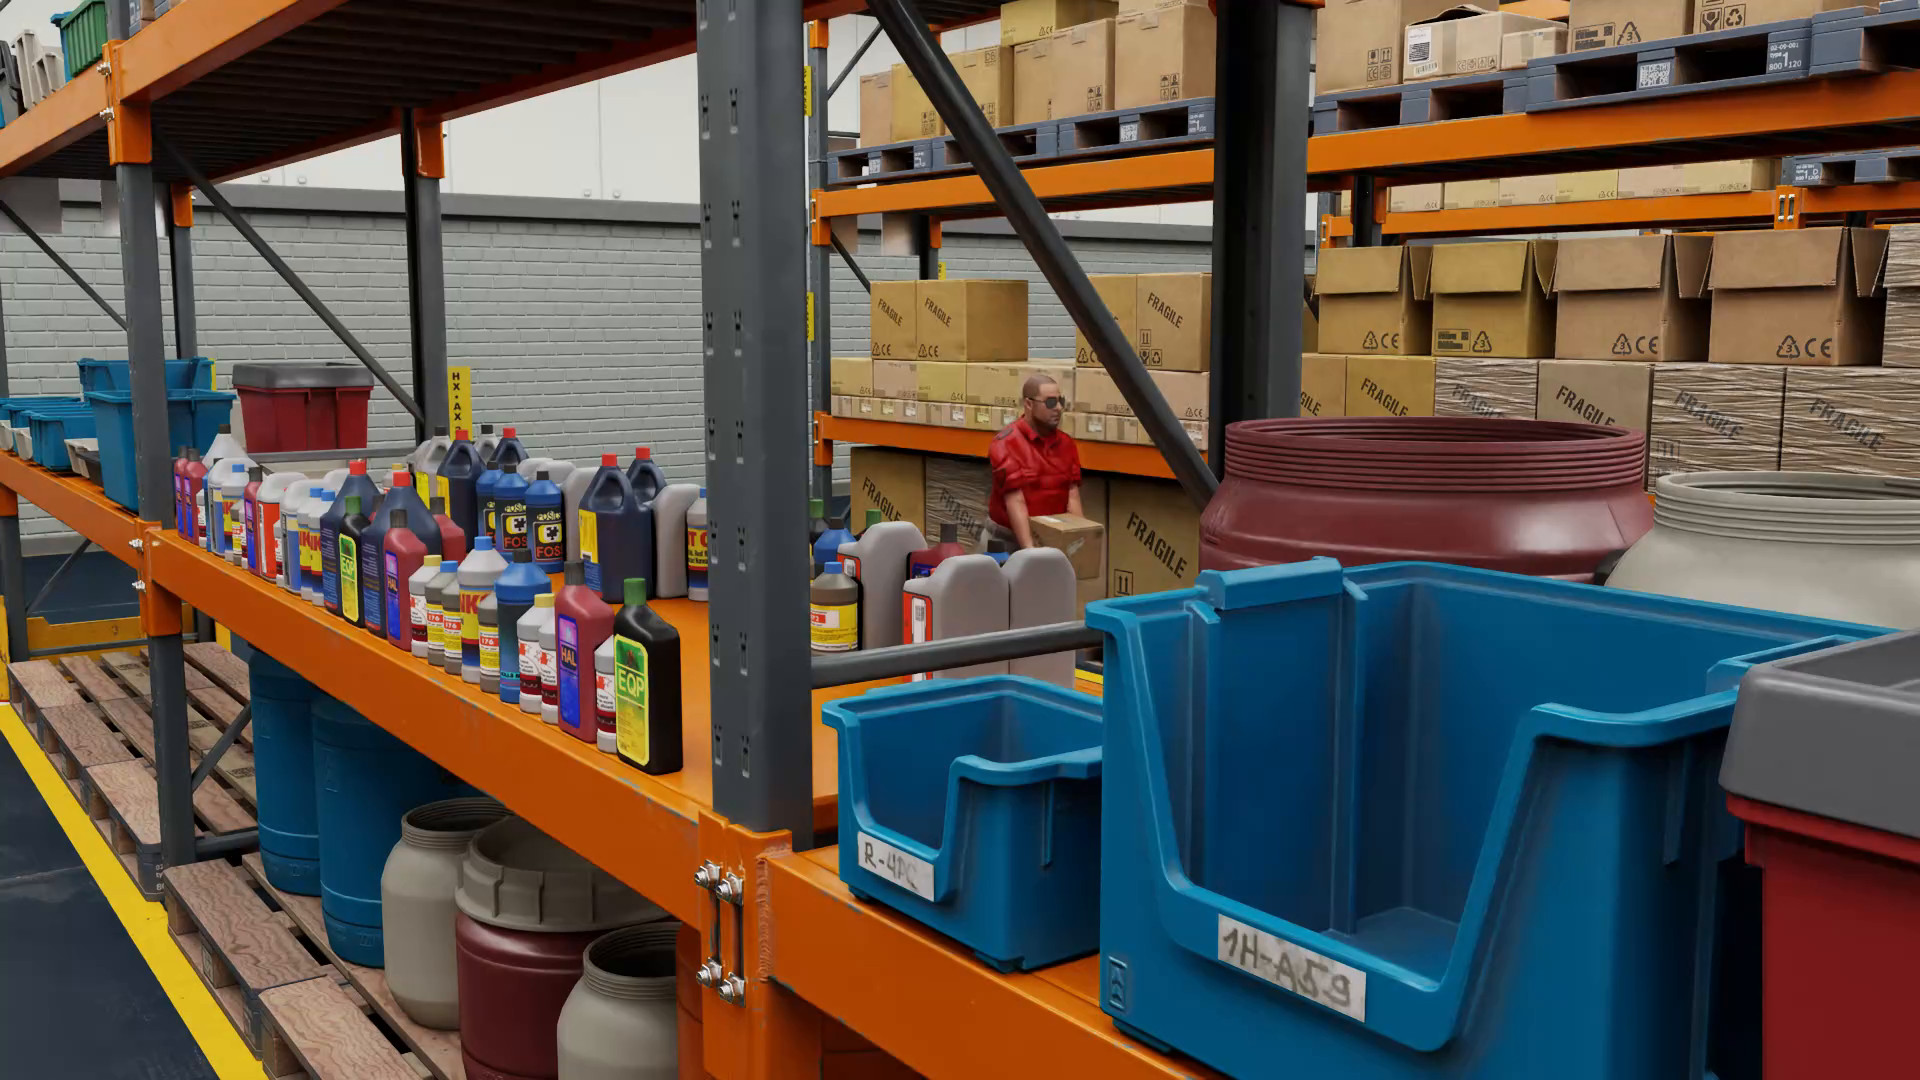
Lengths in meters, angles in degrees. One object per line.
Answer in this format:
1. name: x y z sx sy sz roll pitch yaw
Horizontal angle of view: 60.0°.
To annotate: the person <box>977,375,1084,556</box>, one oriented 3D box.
1. person: 0.370 0.091 7.760 0.487 1.718 0.561 -6 10 -37
